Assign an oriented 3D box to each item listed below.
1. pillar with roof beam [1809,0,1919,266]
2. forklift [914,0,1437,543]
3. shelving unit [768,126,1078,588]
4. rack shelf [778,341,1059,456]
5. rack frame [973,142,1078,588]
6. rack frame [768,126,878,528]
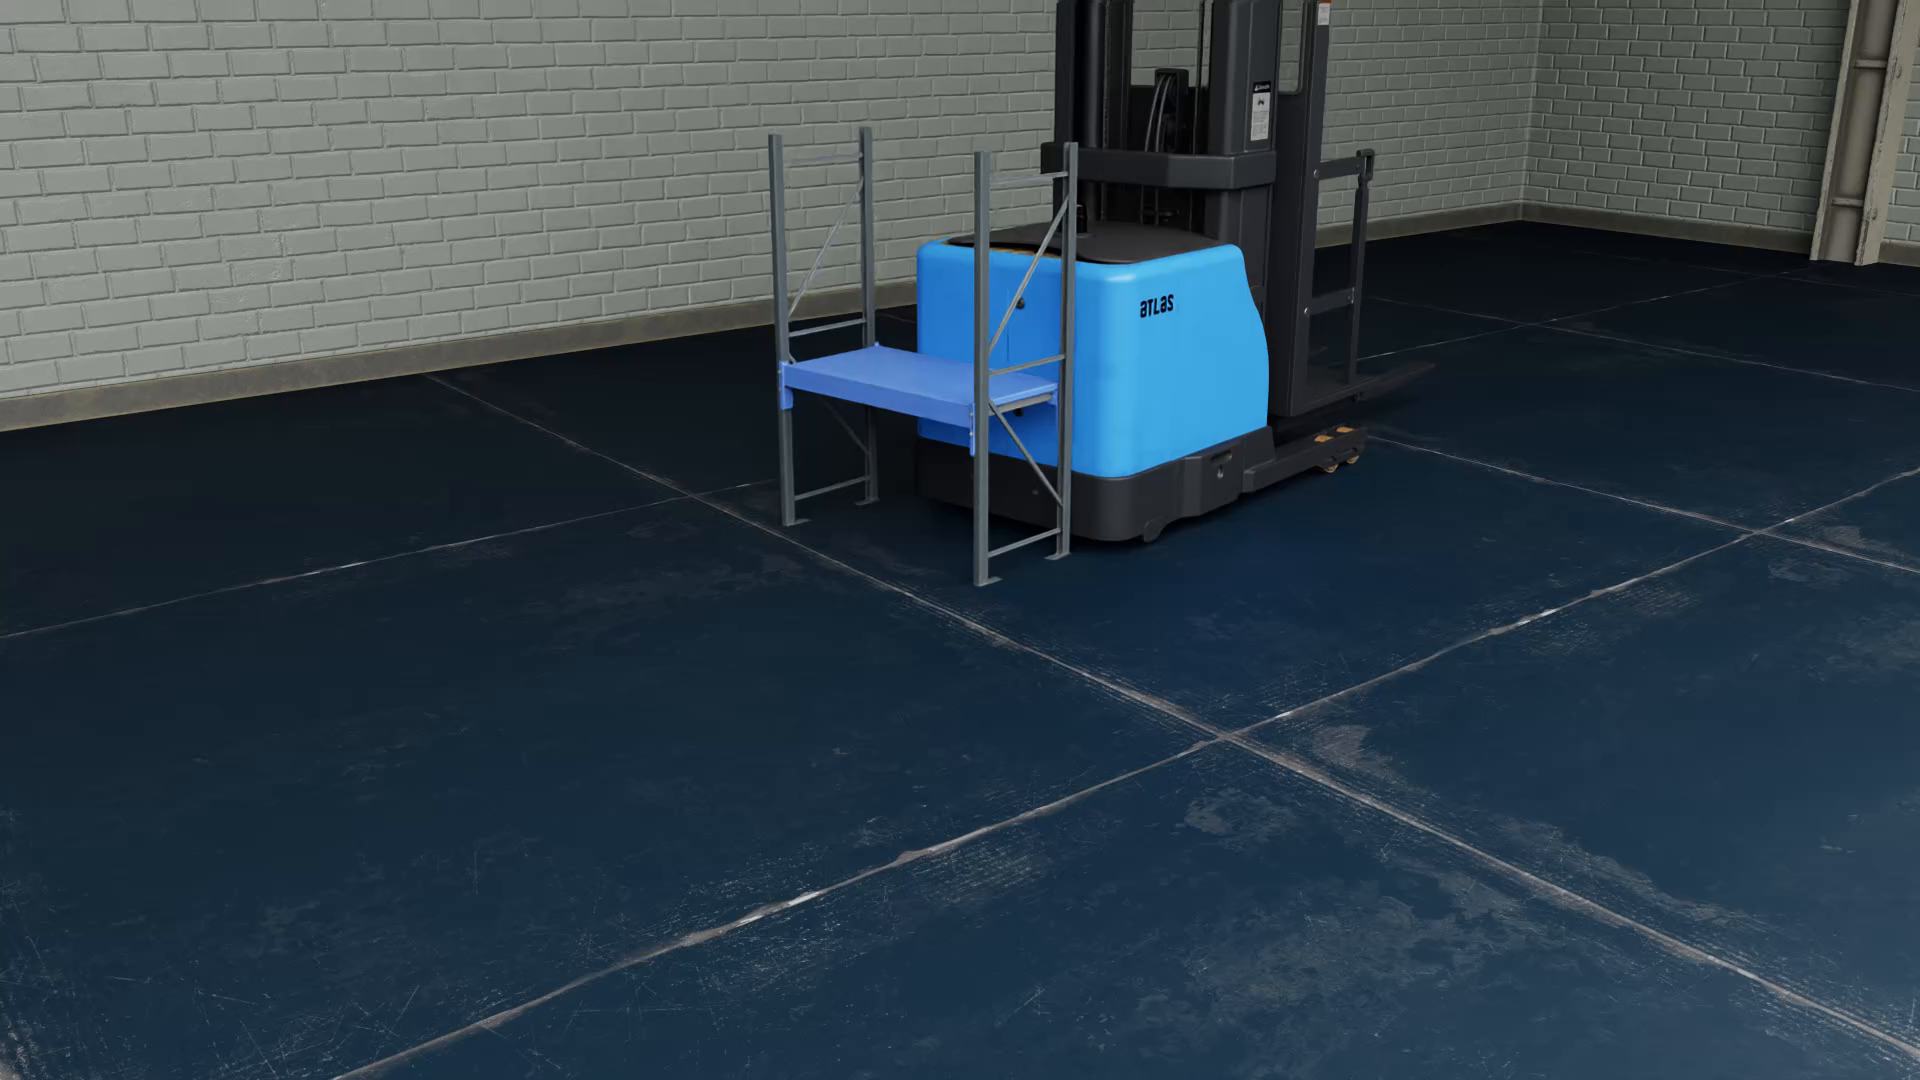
[{"bbox_3d":[3.492,-5.602,8.966,9.100,9.000,0.400,-14,23,-36],"label":"pillar with roof beam"},{"bbox_3d":[1.154,-1.772,7.052,1.130,2.935,3.031,15,24,38],"label":"forklift"},{"bbox_3d":[-0.145,-0.712,6.126,1.048,1.500,0.538,16,24,40],"label":"shelving unit"},{"bbox_3d":[-0.145,-0.541,6.183,1.000,0.185,0.538,16,24,40],"label":"rack shelf"},{"bbox_3d":[0.227,-0.604,5.798,0.032,1.500,0.500,16,24,40],"label":"rack frame"},{"bbox_3d":[-0.518,-0.821,6.454,0.032,1.500,0.500,16,24,40],"label":"rack frame"}]
